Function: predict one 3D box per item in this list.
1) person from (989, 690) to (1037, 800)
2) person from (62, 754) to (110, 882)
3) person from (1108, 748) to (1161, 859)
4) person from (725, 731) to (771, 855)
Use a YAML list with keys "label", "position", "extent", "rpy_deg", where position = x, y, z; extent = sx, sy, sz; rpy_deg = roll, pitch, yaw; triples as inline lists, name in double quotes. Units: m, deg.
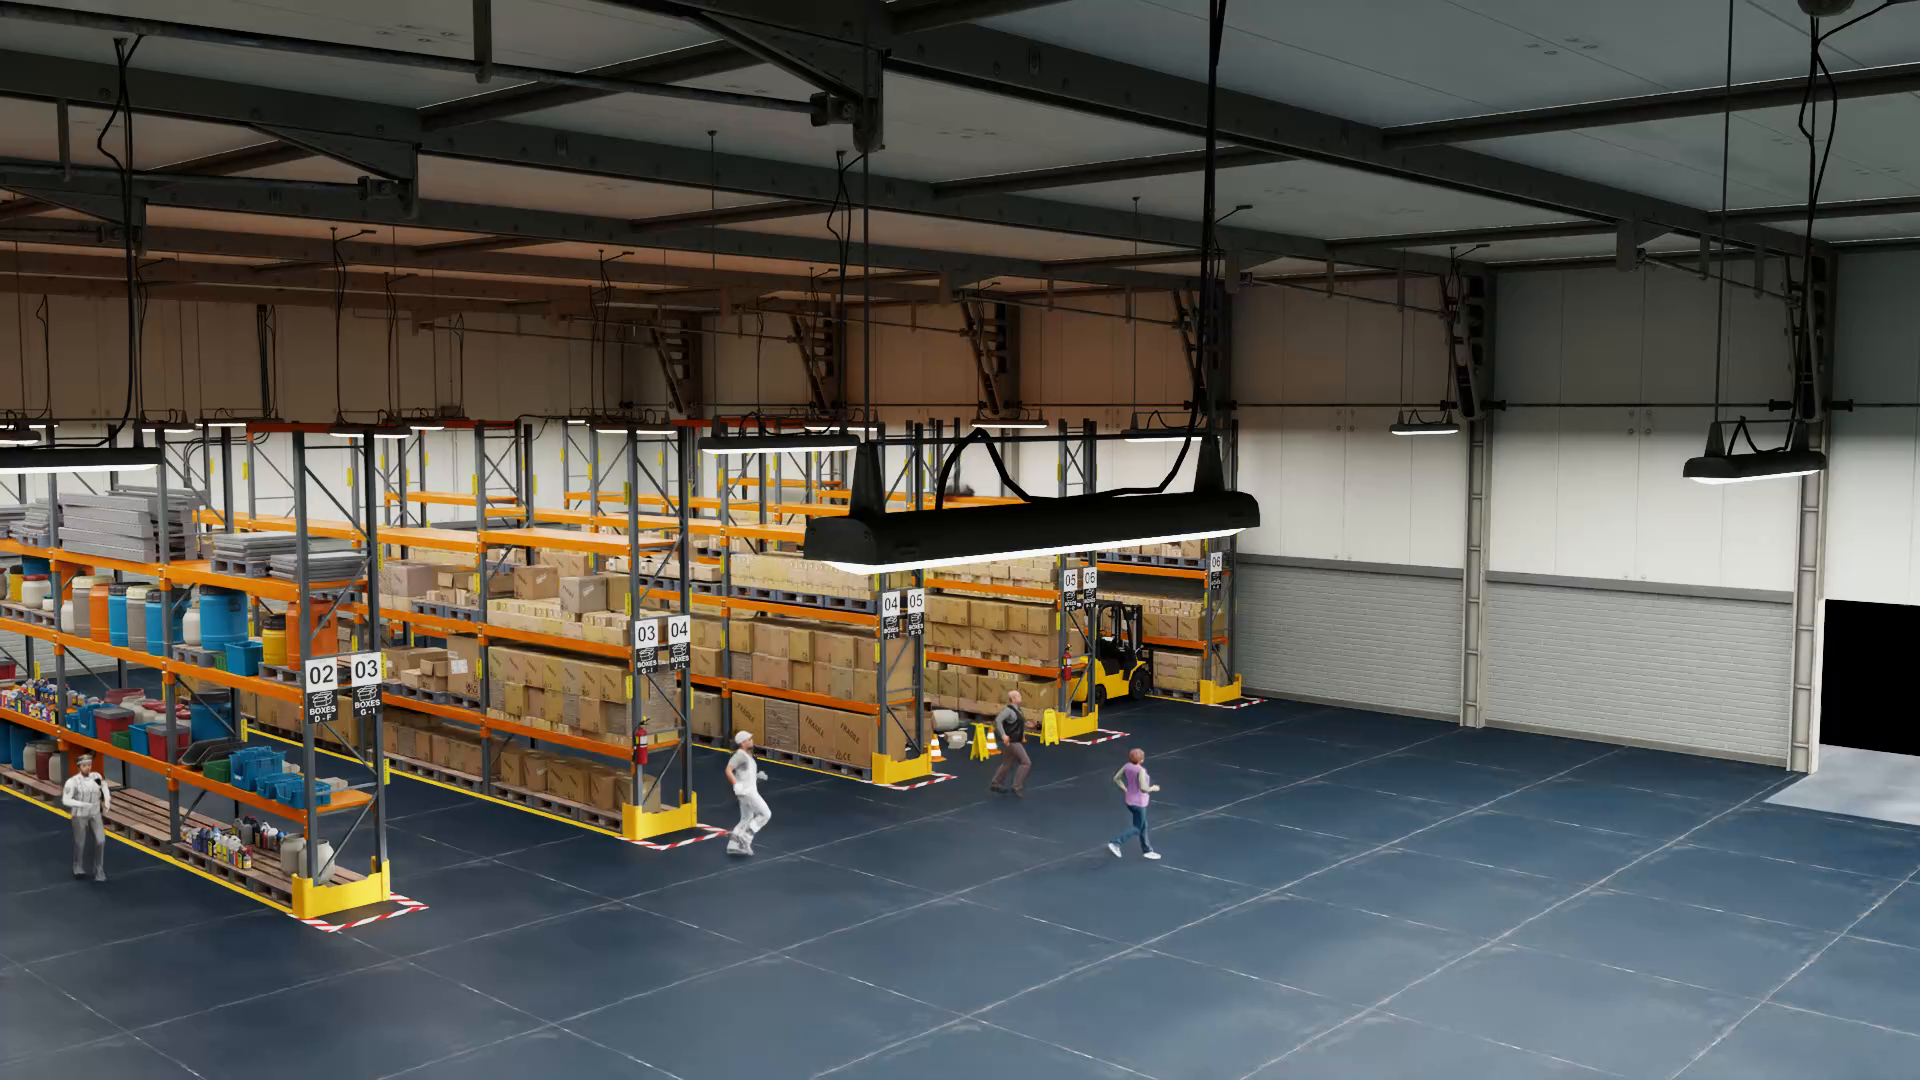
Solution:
- label: "person"
  position: [0.856, 3.292, 26.789]
  extent: [0.771, 1.763, 0.644]
  rpy_deg: [0, 5, 5]
- label: "person"
  position: [-11.582, 3.701, 22.086]
  extent: [0.632, 1.764, 0.722]
  rpy_deg: [-5, 7, -45]
- label: "person"
  position: [2.408, 3.654, 22.904]
  extent: [0.872, 1.593, 0.540]
  rpy_deg: [-2, 5, -25]
- label: "person"
  position: [-2.977, 3.538, 23.335]
  extent: [0.628, 1.726, 0.662]
  rpy_deg: [-1, 5, -8]
